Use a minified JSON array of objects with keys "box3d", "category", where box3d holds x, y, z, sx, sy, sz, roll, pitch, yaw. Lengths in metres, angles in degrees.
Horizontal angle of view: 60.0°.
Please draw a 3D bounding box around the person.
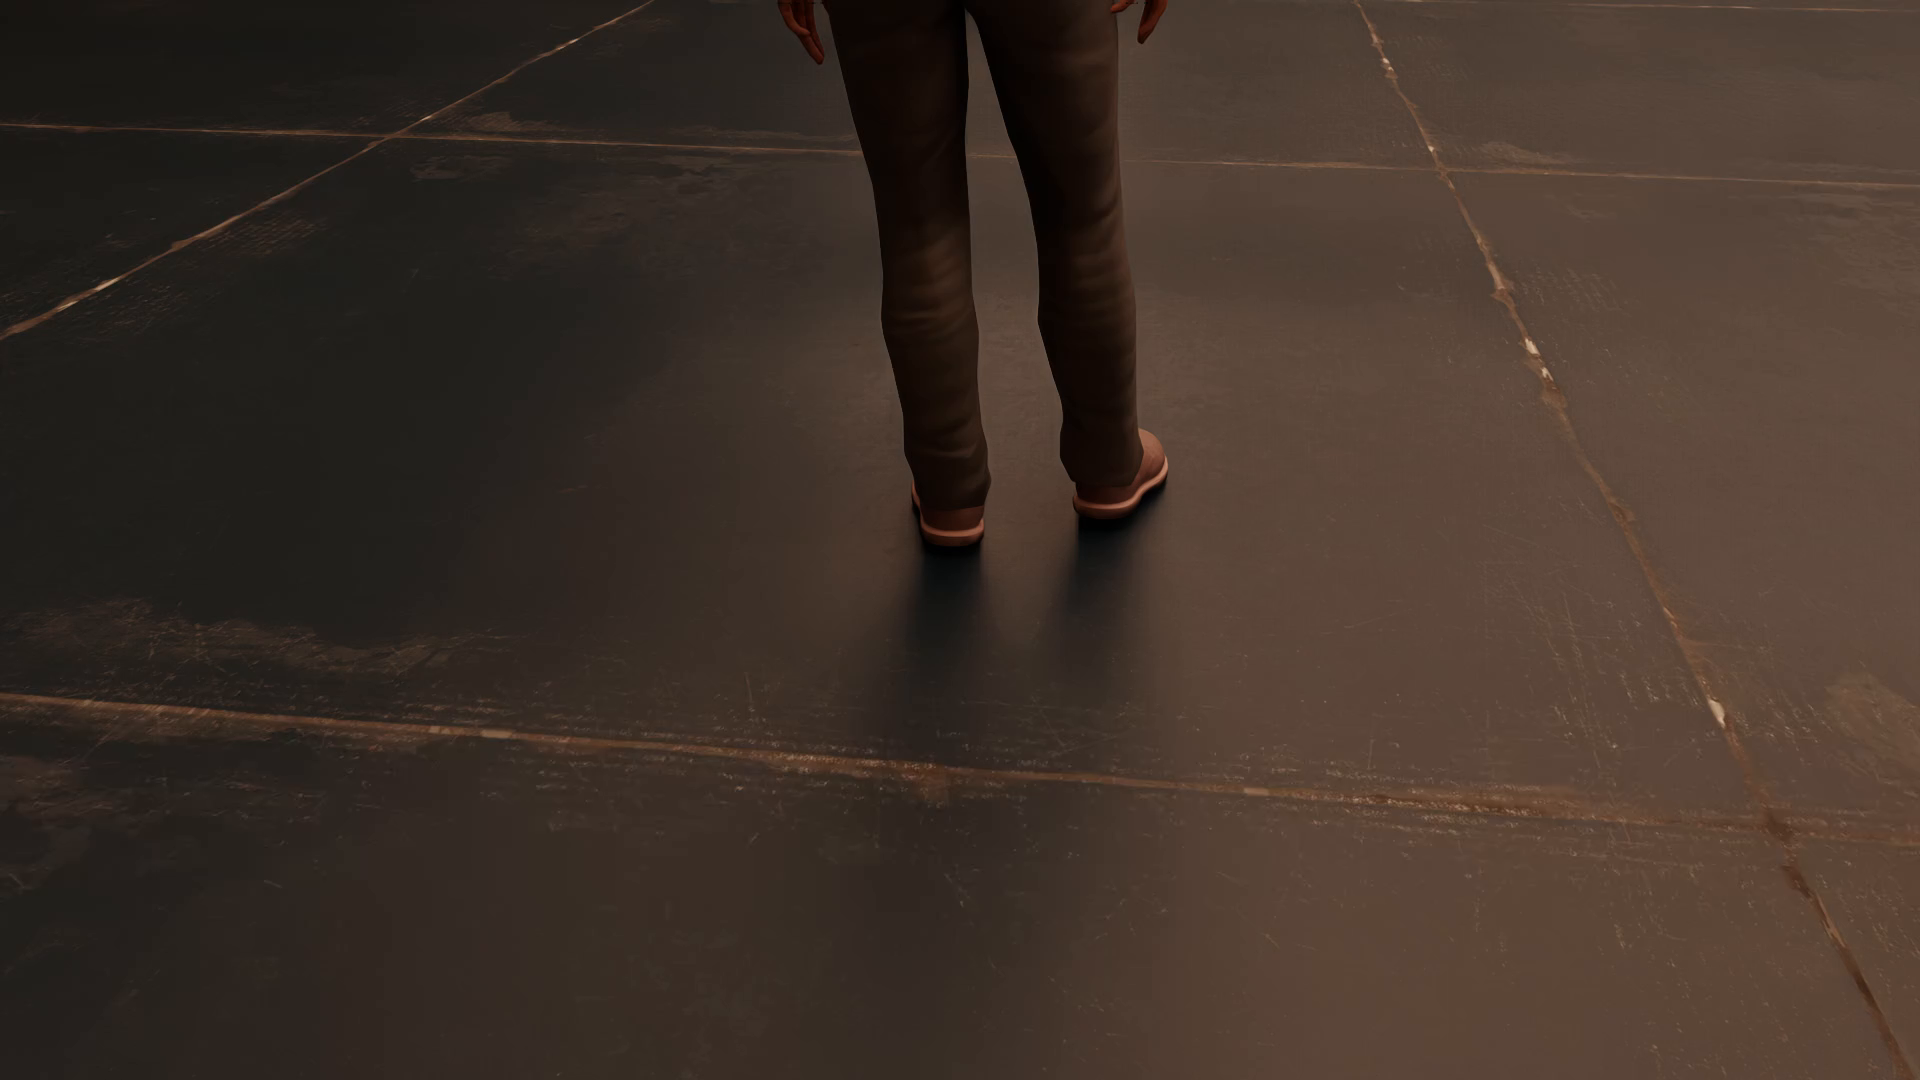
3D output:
[{"box3d":[0.031,-0.784,2.203,0.570,1.656,0.503,3,27,7],"category":"person"}]
